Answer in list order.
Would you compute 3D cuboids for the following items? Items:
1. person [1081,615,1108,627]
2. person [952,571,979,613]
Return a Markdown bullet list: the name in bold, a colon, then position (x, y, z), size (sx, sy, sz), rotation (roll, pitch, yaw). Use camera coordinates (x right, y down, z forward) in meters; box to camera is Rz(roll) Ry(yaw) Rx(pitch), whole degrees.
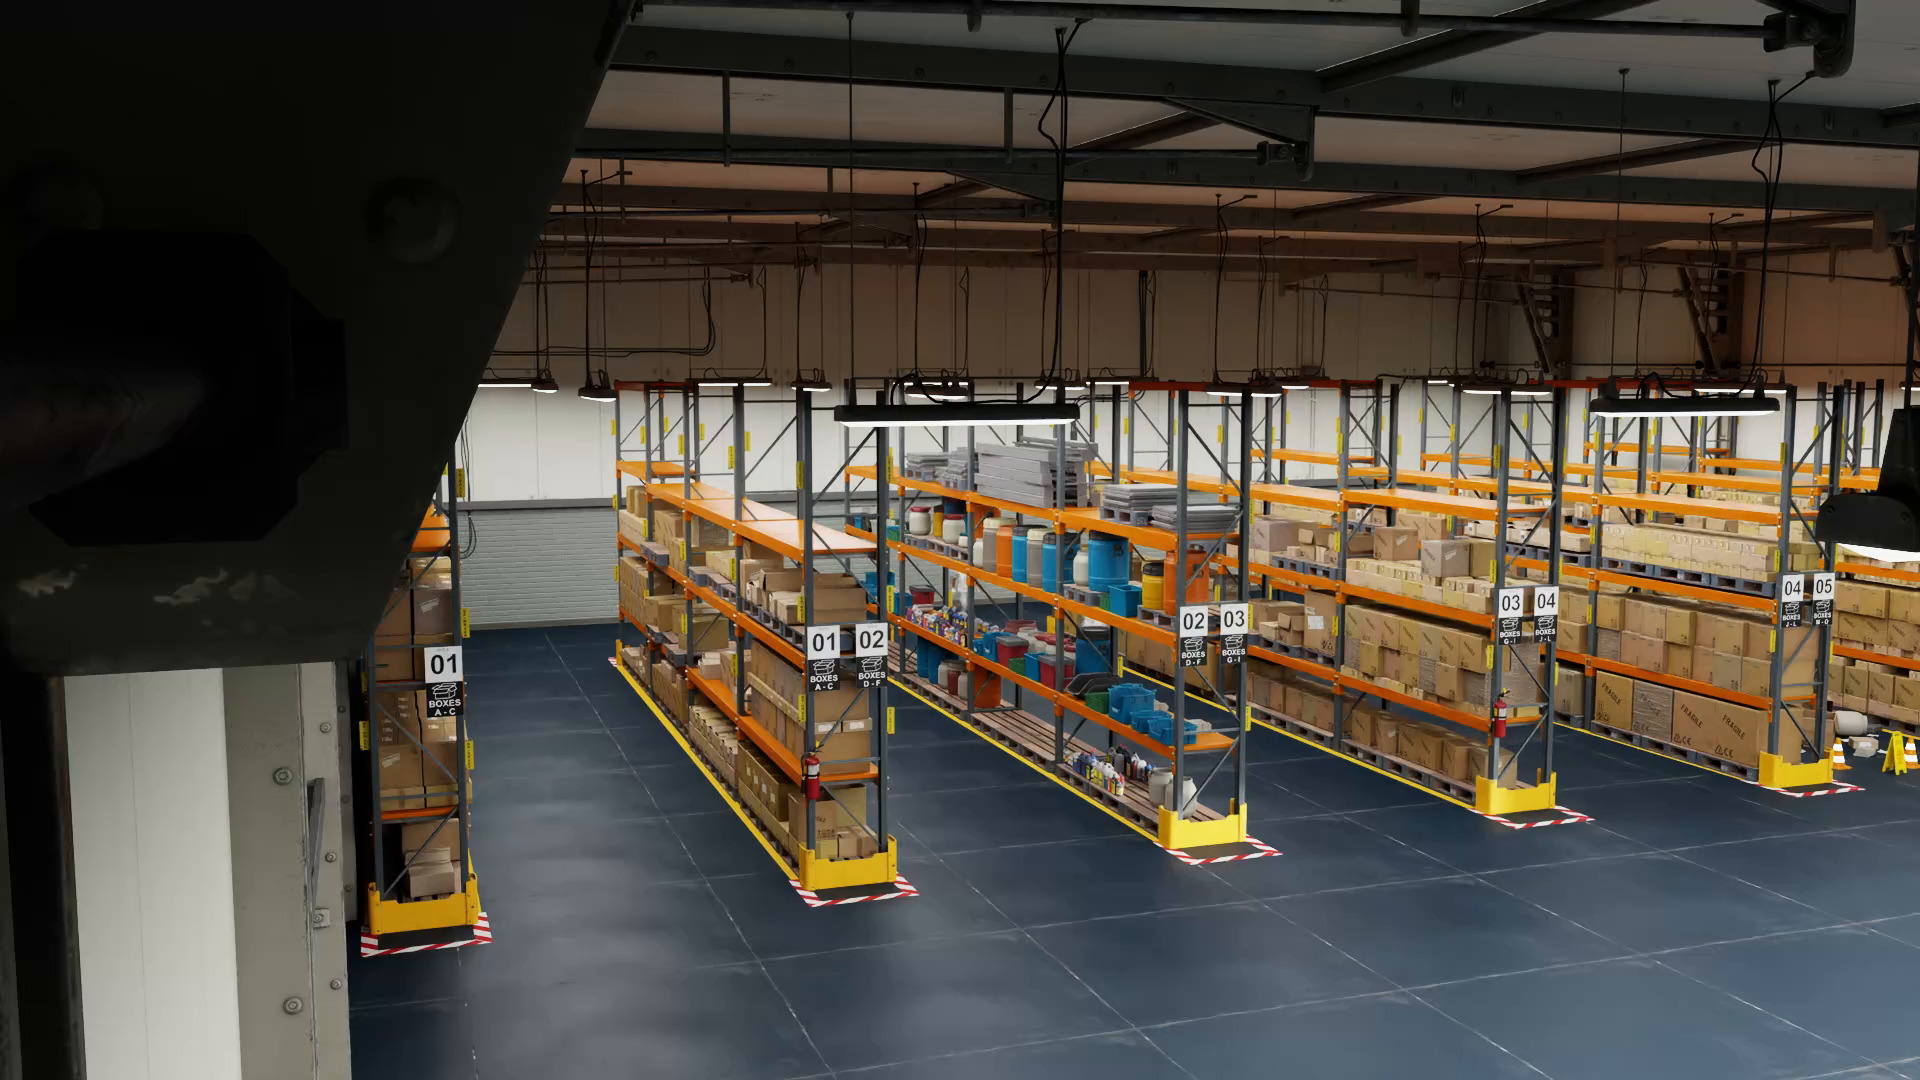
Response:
- **person**: position (2.704, 1.940, 33.358), size (0.482, 1.718, 1.059), rotation (-1, 6, -13)
- **person**: position (0.157, 1.280, 39.991), size (0.619, 1.826, 0.799), rotation (-2, 6, -20)
